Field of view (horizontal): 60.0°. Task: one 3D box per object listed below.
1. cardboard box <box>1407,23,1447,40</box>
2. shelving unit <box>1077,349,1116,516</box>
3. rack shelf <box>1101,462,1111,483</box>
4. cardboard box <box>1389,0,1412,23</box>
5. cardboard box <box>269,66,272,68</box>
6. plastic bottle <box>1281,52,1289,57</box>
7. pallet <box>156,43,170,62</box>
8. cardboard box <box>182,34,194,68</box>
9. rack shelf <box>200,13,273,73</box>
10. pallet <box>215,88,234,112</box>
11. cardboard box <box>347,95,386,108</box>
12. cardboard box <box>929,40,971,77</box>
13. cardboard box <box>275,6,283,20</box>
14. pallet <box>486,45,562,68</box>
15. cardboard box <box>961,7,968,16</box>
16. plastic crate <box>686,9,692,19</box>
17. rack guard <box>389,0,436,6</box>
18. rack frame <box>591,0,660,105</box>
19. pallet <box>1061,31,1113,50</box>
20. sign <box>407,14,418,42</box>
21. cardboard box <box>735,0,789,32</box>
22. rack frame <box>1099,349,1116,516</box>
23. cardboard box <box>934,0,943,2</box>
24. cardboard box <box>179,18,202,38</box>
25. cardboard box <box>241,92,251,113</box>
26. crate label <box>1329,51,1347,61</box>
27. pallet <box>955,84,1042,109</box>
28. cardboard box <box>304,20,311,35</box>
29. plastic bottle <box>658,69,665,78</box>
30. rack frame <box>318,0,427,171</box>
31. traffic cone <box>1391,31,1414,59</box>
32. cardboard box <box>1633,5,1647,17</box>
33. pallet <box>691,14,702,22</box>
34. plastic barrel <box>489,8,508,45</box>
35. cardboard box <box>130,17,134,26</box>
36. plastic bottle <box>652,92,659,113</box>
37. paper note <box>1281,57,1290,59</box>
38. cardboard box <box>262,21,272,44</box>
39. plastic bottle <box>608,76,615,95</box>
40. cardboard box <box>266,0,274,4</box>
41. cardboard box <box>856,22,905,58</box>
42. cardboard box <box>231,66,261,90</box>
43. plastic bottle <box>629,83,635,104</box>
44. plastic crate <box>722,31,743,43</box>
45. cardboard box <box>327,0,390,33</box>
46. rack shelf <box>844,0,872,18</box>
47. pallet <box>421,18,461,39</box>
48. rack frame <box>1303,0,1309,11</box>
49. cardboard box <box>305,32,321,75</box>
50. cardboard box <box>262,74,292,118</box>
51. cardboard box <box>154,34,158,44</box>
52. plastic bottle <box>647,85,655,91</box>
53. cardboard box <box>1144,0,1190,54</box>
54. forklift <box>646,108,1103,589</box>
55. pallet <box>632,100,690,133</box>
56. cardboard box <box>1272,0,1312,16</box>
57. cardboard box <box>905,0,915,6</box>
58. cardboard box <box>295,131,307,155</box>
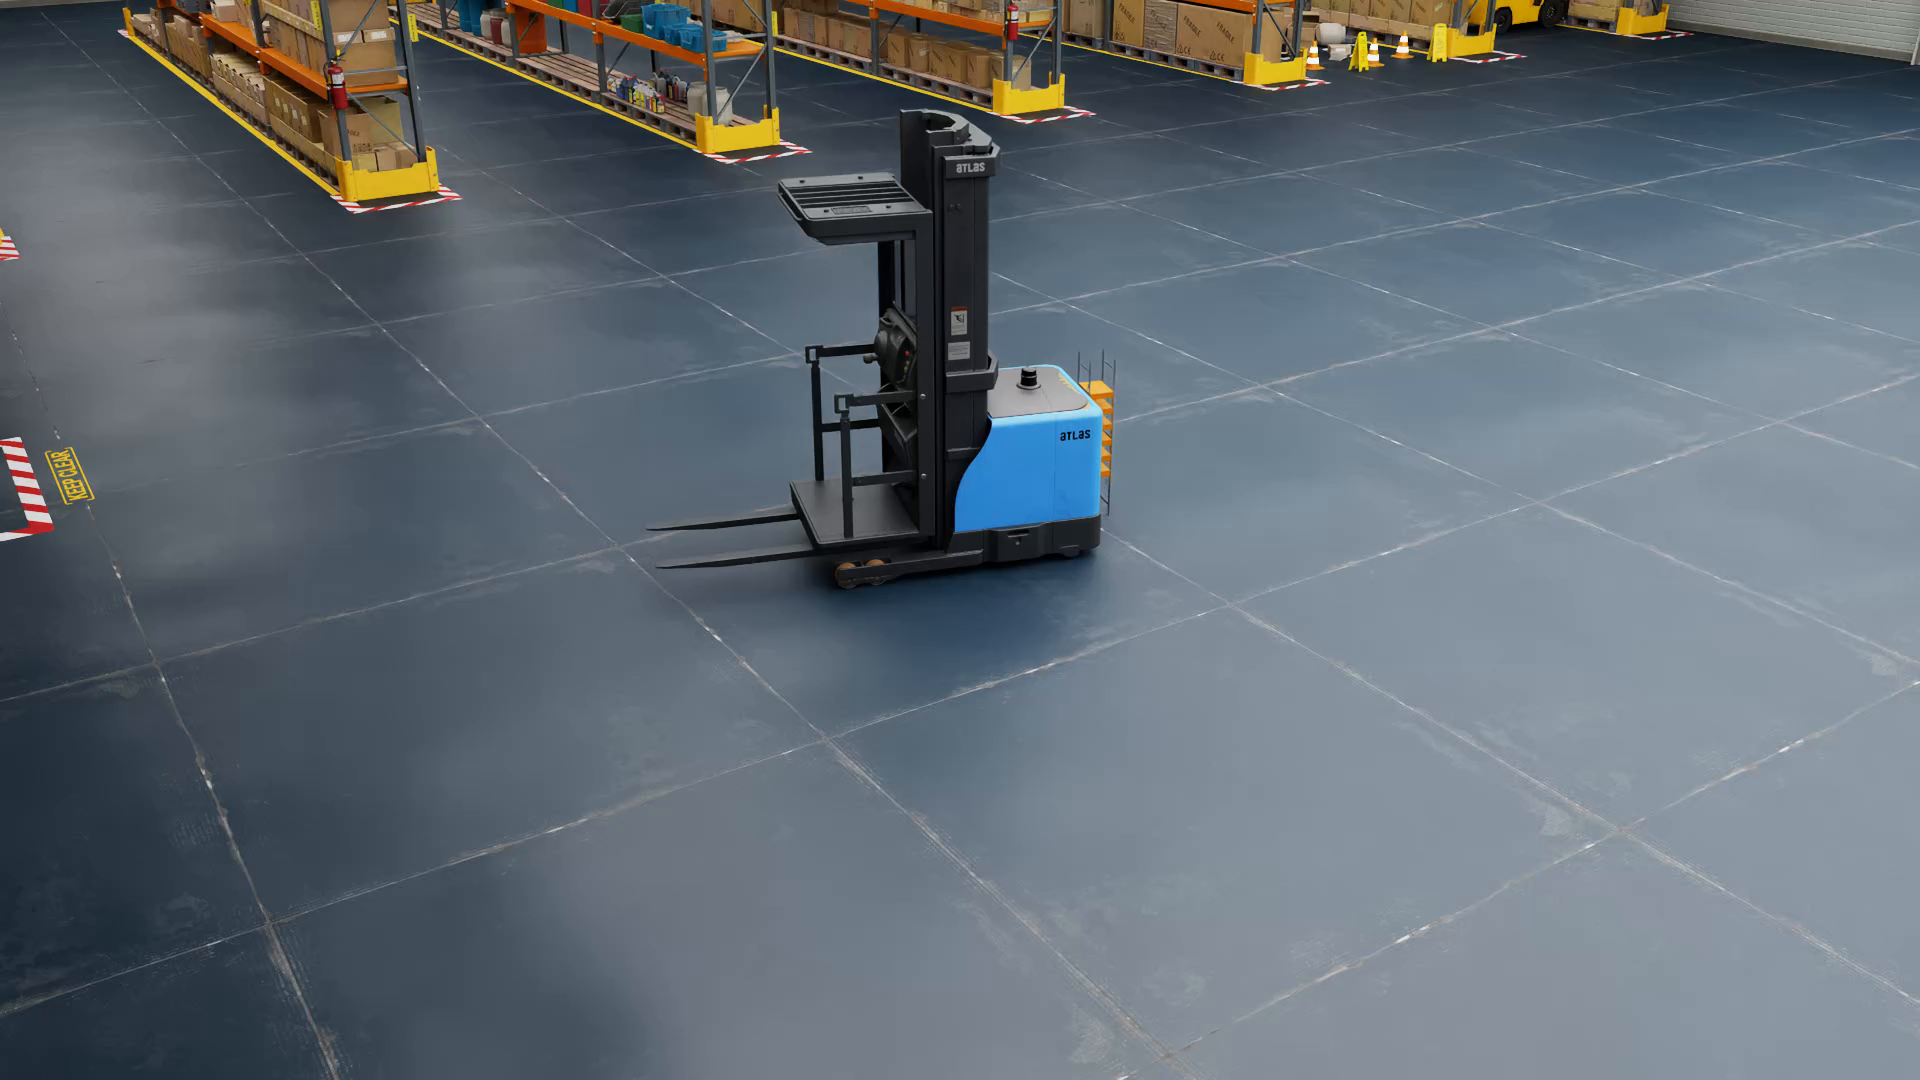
[{"bbox_3d":[8.736,-9.533,31.122,0.500,0.250,0.500,-16,29,-30],"label":"cardboard box"},{"bbox_3d":[0.959,-0.754,11.904,0.189,1.200,0.258,-7,26,-15],"label":"shelving unit"},{"bbox_3d":[0.959,-0.497,12.026,0.180,0.103,0.258,-7,26,-15],"label":"rack shelf"},{"bbox_3d":[8.472,-10.049,31.336,0.500,0.500,0.500,-14,29,-28],"label":"cardboard box"},{"bbox_3d":[-10.502,-7.301,25.737,0.500,0.311,0.500,-16,30,-30],"label":"cardboard box"},{"bbox_3d":[5.882,-8.923,30.543,0.283,0.061,0.133,18,31,33],"label":"plastic bottle"},{"bbox_3d":[-14.115,-9.012,30.555,1.003,0.211,1.213,-16,29,-30],"label":"pallet"},{"bbox_3d":[-12.838,-8.316,28.228,0.500,0.500,0.500,-17,30,-31],"label":"cardboard box"},{"bbox_3d":[-10.465,-7.556,25.047,1.077,0.370,4.000,-16,29,-30],"label":"rack shelf"},{"bbox_3d":[-11.140,-7.032,26.361,1.003,0.211,1.213,-16,29,-30],"label":"pallet"},{"bbox_3d":[-7.854,-5.619,21.951,0.500,0.500,0.500,-16,29,-30],"label":"cardboard box"},{"bbox_3d":[-0.163,-7.973,27.525,0.500,0.500,0.500,-19,31,-34],"label":"cardboard box"},{"bbox_3d":[-8.965,-7.088,22.336,0.380,0.149,0.250,-16,30,-30],"label":"cardboard box"},{"bbox_3d":[-7.870,-8.761,30.023,1.003,0.211,1.213,-16,29,-30],"label":"pallet"},{"bbox_3d":[0.243,-8.342,26.163,0.380,0.149,0.250,-16,29,-30],"label":"cardboard box"},{"bbox_3d":[-4.390,-7.919,25.148,0.499,0.251,0.616,-16,29,-30],"label":"plastic crate"},{"bbox_3d":[-11.796,-11.486,35.458,1.175,0.500,0.348,-16,29,-30],"label":"rack guard"},{"bbox_3d":[-5.221,-8.319,25.820,1.000,3.000,0.127,-16,29,-30],"label":"rack frame"},{"bbox_3d":[2.655,-9.590,31.780,1.003,0.211,1.213,-16,29,-30],"label":"pallet"},{"bbox_3d":[-6.722,-6.290,20.415,0.100,0.325,0.005,-16,29,-30],"label":"sign"},{"bbox_3d":[-3.614,-10.384,32.193,1.225,0.875,0.875,-17,30,-32],"label":"cardboard box"},{"bbox_3d":[1.046,-0.766,11.928,0.006,1.200,0.240,-7,26,-15],"label":"rack frame"},{"bbox_3d":[-0.038,-8.946,26.685,0.875,0.500,0.500,-16,29,-30],"label":"cardboard box"},{"bbox_3d":[-12.861,-8.668,28.095,0.500,0.250,0.500,-16,30,-31],"label":"cardboard box"},{"bbox_3d":[-10.397,-6.557,24.818,0.500,0.250,0.500,-15,29,-28],"label":"cardboard box"},{"bbox_3d":[6.874,-8.797,30.186,0.298,0.136,0.250,12,28,24],"label":"crate label"},{"bbox_3d":[0.657,-7.107,26.521,1.003,0.211,1.213,-16,29,-30],"label":"pallet"},{"bbox_3d":[-8.121,-6.535,21.165,0.380,0.149,0.250,-15,29,-28],"label":"cardboard box"},{"bbox_3d":[-4.628,-7.157,25.946,0.144,0.351,0.185,-16,30,-31],"label":"plastic bottle"},{"bbox_3d":[-7.190,-5.735,20.347,1.000,3.000,0.127,-16,29,-30],"label":"rack frame"},{"bbox_3d":[8.100,-9.058,30.357,0.336,0.463,0.334,-16,29,-30],"label":"traffic cone"},{"bbox_3d":[13.468,-10.678,33.546,0.500,0.250,0.500,-15,29,-29],"label":"cardboard box"},{"bbox_3d":[-4.954,-10.815,34.375,1.003,0.211,1.213,-16,29,-30],"label":"pallet"},{"bbox_3d":[-8.303,-9.424,30.494,0.600,0.588,0.708,-16,29,-30],"label":"plastic barrel"},{"bbox_3d":[-15.984,-10.138,32.498,0.380,0.149,0.250,-16,29,-30],"label":"cardboard box"},{"bbox_3d":[-4.487,-6.451,24.530,0.061,0.283,0.133,-15,29,-28],"label":"plastic bottle"},{"bbox_3d":[5.912,-8.760,30.236,0.144,0.017,0.142,-6,26,-12],"label":"paper note"},{"bbox_3d":[-9.679,-7.264,23.761,0.500,0.250,0.500,-14,28,-26],"label":"cardboard box"},{"bbox_3d":[-5.415,-7.068,25.851,0.097,0.271,0.097,0,25,0],"label":"plastic bottle"},{"bbox_3d":[-9.126,-7.640,22.747,0.700,0.500,0.500,-15,29,-29],"label":"cardboard box"},{"bbox_3d":[-1.389,-8.766,29.181,0.700,0.500,0.500,-18,31,-33],"label":"cardboard box"},{"bbox_3d":[-10.666,-6.988,25.074,0.500,0.311,0.500,-16,30,-30],"label":"cardboard box"},{"bbox_3d":[-4.970,-6.768,25.201,0.061,0.283,0.133,-14,29,-27],"label":"plastic bottle"},{"bbox_3d":[-3.257,-7.164,23.683,0.298,0.136,0.250,-16,29,-30],"label":"plastic crate"},{"bbox_3d":[-7.463,-6.556,20.449,0.700,0.500,0.500,-15,29,-29],"label":"cardboard box"},{"bbox_3d":[-2.163,-9.863,29.934,1.077,0.370,4.000,-16,29,-30],"label":"rack shelf"},{"bbox_3d":[-10.022,-10.173,33.015,1.003,0.211,1.213,-16,29,-30],"label":"pallet"},{"bbox_3d":[7.232,-11.782,33.158,1.000,3.000,0.127,-16,29,-30],"label":"rack frame"},{"bbox_3d":[-7.991,-6.316,21.461,0.700,0.500,0.500,-15,29,-29],"label":"cardboard box"},{"bbox_3d":[-9.383,-6.213,23.209,0.500,0.500,0.500,-16,29,-30],"label":"cardboard box"},{"bbox_3d":[-14.544,-9.195,30.500,0.380,0.149,0.250,-16,29,-30],"label":"cardboard box"},{"bbox_3d":[-4.683,-6.725,25.119,0.152,0.276,0.135,-16,29,-30],"label":"plastic bottle"},{"bbox_3d":[3.919,-9.259,29.809,0.875,0.875,0.875,-15,29,-29],"label":"cardboard box"},{"bbox_3d":[-0.607,-1.254,10.936,3.031,2.935,1.130,-7,26,-14],"label":"forklift"},{"bbox_3d":[-4.219,-6.371,24.961,1.003,0.211,1.213,-16,29,-30],"label":"pallet"},{"bbox_3d":[6.943,-10.971,34.025,0.950,0.372,0.625,-15,29,-29],"label":"cardboard box"},{"bbox_3d":[-0.674,-8.851,27.242,0.380,0.149,0.250,-16,29,-30],"label":"cardboard box"},{"bbox_3d":[-8.559,-5.338,22.236,0.500,0.250,0.500,-16,29,-30],"label":"cardboard box"}]
